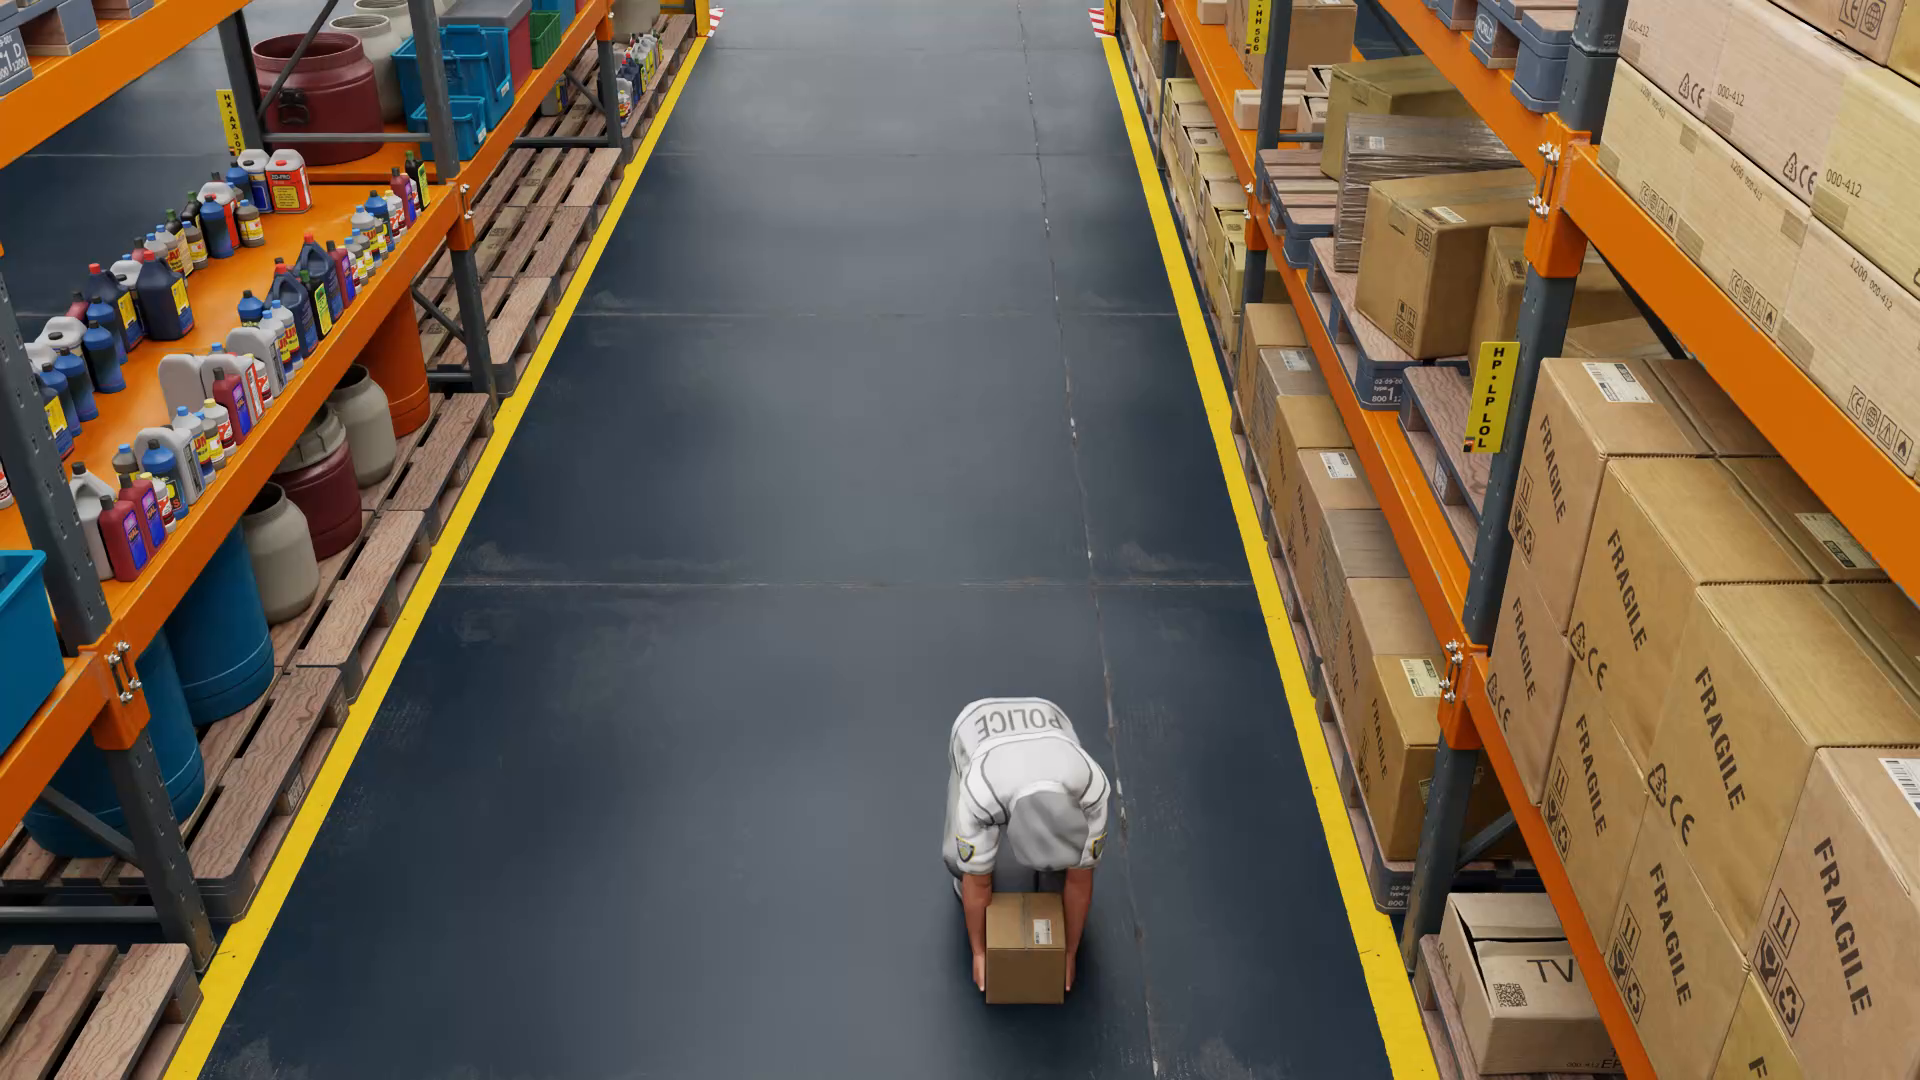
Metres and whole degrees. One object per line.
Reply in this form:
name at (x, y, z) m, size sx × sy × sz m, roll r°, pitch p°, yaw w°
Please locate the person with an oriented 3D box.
person at (0.207, 0.958, 5.519) m, size 0.539 × 0.886 × 0.996 m, roll -1°, pitch 31°, yaw -1°
